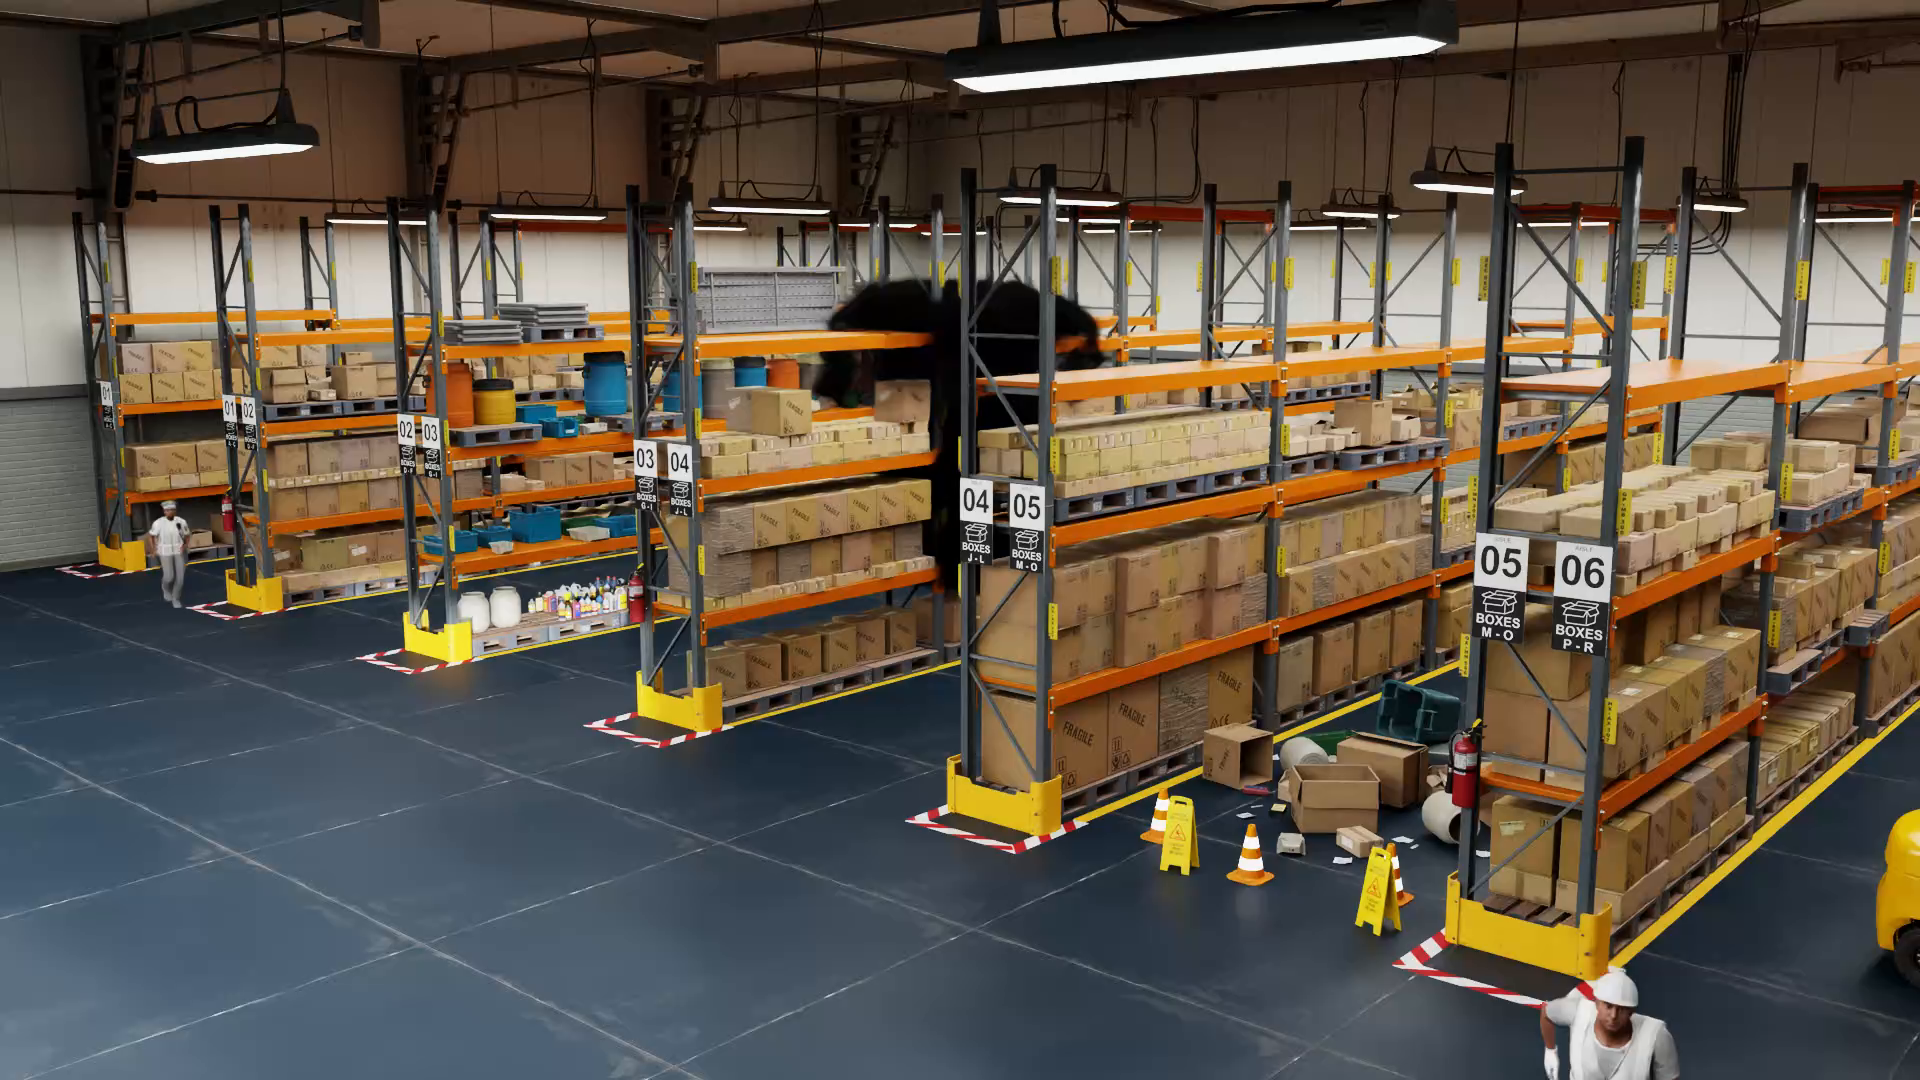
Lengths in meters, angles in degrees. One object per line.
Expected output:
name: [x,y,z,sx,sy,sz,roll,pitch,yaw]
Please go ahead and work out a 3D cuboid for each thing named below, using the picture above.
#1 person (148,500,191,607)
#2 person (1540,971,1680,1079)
person: [-11.861,0.217,25.031,0.561,1.650,0.589,-6,11,-33]
person: [3.265,2.954,8.436,0.667,1.697,0.750,4,10,21]
